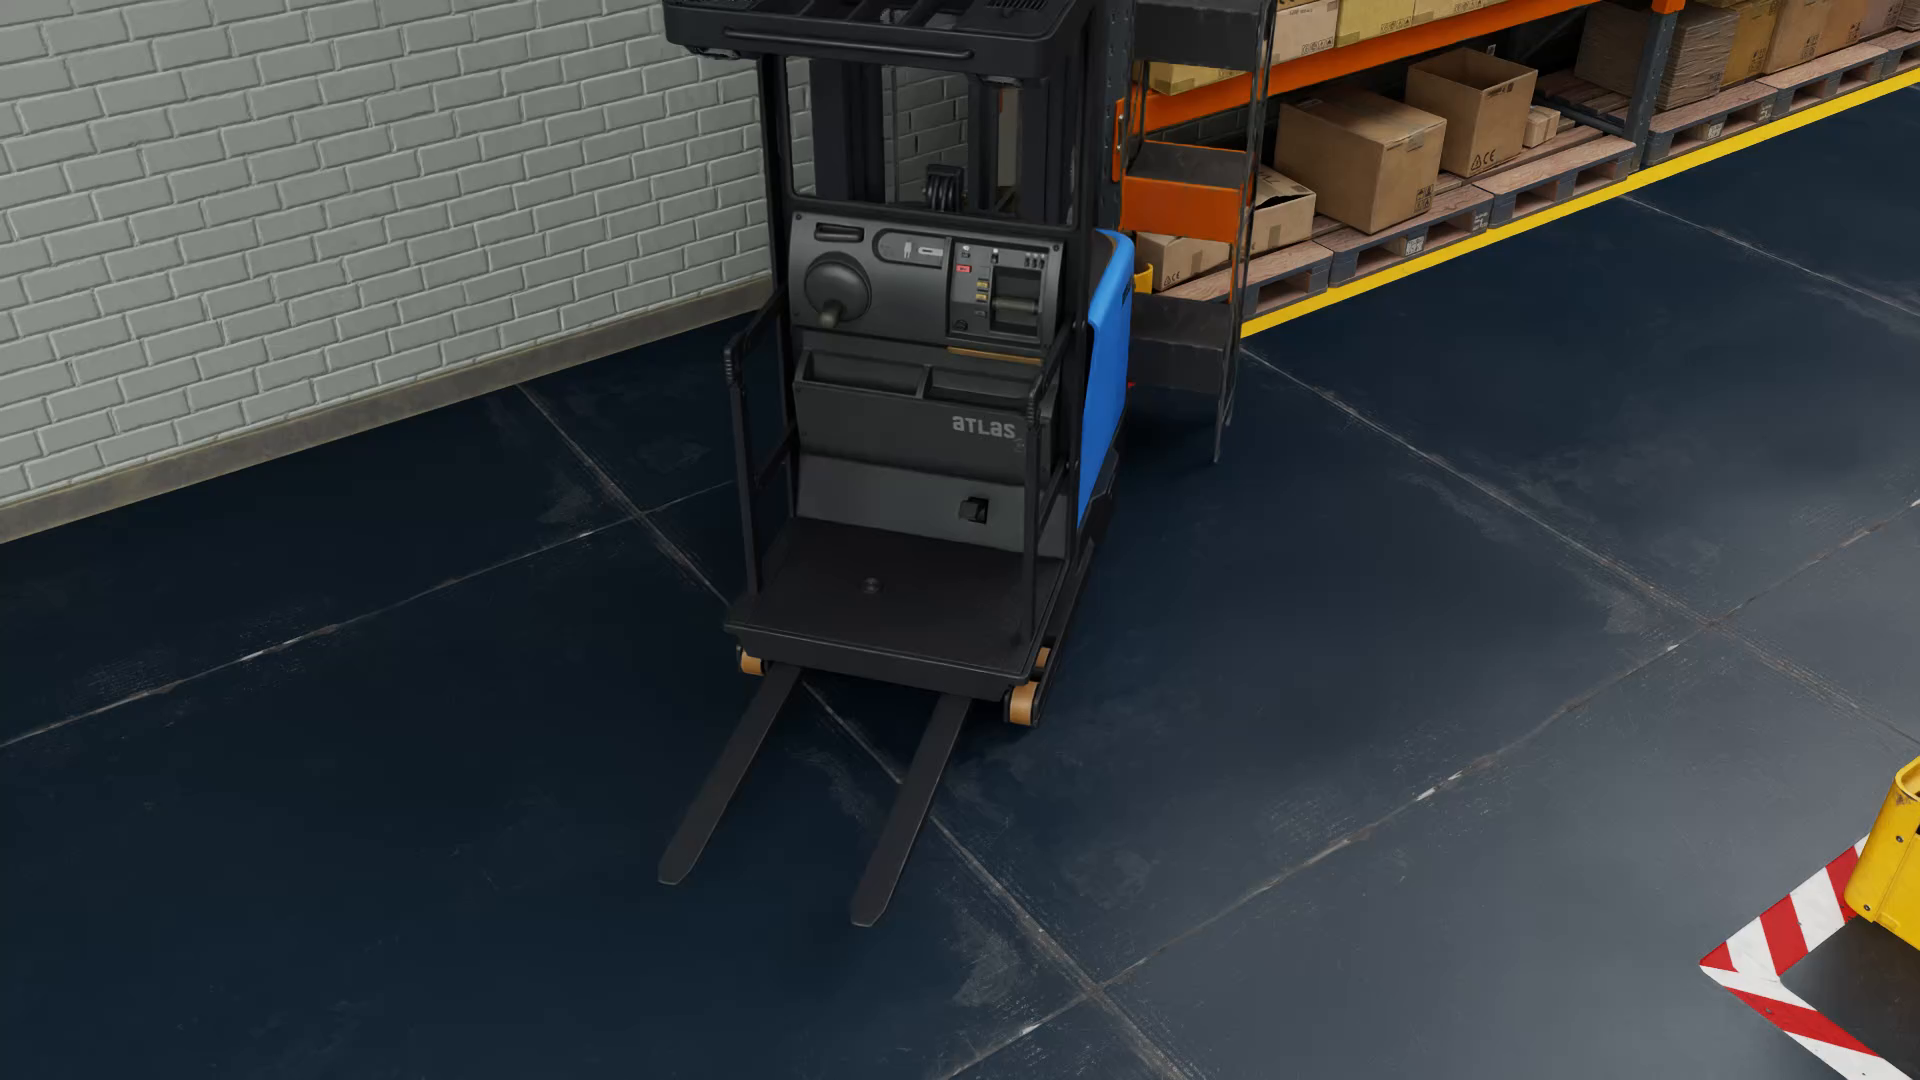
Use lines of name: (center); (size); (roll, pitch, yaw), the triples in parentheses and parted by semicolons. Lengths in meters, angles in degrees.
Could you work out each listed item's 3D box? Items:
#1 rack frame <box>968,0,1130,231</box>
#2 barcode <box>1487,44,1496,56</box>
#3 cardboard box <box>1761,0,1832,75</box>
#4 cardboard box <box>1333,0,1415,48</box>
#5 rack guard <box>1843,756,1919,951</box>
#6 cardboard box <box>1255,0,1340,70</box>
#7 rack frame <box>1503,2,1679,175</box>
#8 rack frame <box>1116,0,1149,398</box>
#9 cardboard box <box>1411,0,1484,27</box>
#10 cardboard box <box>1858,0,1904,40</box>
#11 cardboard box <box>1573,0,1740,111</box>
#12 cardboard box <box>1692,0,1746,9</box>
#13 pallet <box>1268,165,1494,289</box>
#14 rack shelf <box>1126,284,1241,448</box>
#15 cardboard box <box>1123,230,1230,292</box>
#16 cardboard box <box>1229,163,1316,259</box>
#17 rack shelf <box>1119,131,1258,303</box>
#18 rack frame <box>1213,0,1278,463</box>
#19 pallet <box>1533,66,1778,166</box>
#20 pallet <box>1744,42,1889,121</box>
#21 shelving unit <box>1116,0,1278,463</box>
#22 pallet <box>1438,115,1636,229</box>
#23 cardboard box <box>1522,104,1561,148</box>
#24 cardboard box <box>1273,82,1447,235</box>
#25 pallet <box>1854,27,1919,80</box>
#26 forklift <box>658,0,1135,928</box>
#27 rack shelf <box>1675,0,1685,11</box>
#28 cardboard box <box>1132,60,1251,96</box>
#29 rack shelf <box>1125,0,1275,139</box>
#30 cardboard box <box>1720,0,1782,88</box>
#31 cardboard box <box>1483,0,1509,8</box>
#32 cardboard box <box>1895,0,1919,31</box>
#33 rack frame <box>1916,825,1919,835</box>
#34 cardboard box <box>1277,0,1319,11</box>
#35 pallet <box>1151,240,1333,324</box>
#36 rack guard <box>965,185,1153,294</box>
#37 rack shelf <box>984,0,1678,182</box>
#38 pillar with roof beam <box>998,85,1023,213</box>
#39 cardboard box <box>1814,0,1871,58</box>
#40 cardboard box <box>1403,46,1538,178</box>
rack frame: (0.374, -2.251, 7.311); (0.127, 3.000, 1.000); (-22, 41, -28)
barcode: (3.064, -2.823, 9.596); (0.075, 0.075, 0.001); (-22, 41, -28)
cardboard box: (5.069, -3.366, 10.625); (0.500, 0.500, 0.700); (-22, 41, -27)
cardboard box: (1.791, -2.561, 7.853); (0.500, 0.250, 0.500); (-23, 42, -29)
rack guard: (3.211, 1.135, 4.744); (0.348, 0.500, 1.175); (-22, 41, -28)
cardboard box: (1.372, -2.392, 7.619); (0.500, 0.250, 0.500); (-24, 42, -29)
rack frame: (3.643, -3.597, 9.182); (0.127, 3.000, 1.000); (-22, 41, -28)
rack frame: (0.698, -1.381, 6.872); (0.015, 2.100, 0.400); (10, 37, 14)
cardboard box: (2.206, -2.730, 8.088); (0.500, 0.250, 0.500); (-22, 41, -27)
cardboard box: (5.866, -3.721, 11.119); (0.500, 0.500, 0.700); (-22, 41, -28)
cardboard box: (4.235, -3.016, 10.138); (0.500, 0.500, 0.700); (-21, 41, -26)
cardboard box: (4.593, -3.470, 10.128); (0.500, 0.250, 0.500); (-23, 42, -29)
pallet: (2.116, -1.809, 9.084); (1.213, 0.211, 1.003); (-22, 41, -28)
rack shelf: (0.931, -0.760, 7.231); (0.480, 0.518, 0.431); (10, 37, 14)
cardboard box: (0.991, -1.528, 8.231); (0.500, 0.311, 0.500); (-28, 44, -33)
cardboard box: (1.457, -1.720, 8.498); (0.500, 0.311, 0.500); (-19, 40, -24)
rack shelf: (0.931, -1.329, 6.822); (0.480, 0.518, 0.431); (10, 37, 14)
rack frame: (1.165, -1.298, 6.757); (0.015, 2.100, 0.400); (10, 37, 14)
pallet: (4.279, -2.727, 10.361); (1.213, 0.211, 1.003); (-22, 41, -28)
pallet: (5.277, -3.140, 10.935); (1.213, 0.211, 1.003); (-22, 41, -28)
shelving unit: (0.931, -1.340, 6.814); (0.503, 2.100, 0.431); (10, 37, 14)
pallet: (3.115, -2.222, 9.658); (1.213, 0.211, 1.003); (-22, 41, -28)
cardboard box: (3.223, -2.431, 9.610); (0.250, 0.166, 0.380); (-28, 44, -33)
cardboard box: (2.085, -2.019, 8.753); (0.500, 0.500, 0.700); (-25, 43, -31)
pallet: (6.273, -3.548, 11.502); (1.213, 0.211, 1.003); (-22, 41, -28)
forklift: (-0.176, -0.793, 5.342); (1.130, 2.935, 3.031); (9, 37, 13)
rack shelf: (5.278, -3.977, 10.327); (4.000, 0.370, 1.077); (-22, 41, -28)
cardboard box: (0.955, -2.211, 7.366); (0.500, 0.250, 0.500); (-24, 42, -29)
rack shelf: (0.931, -1.897, 6.414); (0.480, 0.518, 0.431); (10, 37, 14)
cardboard box: (4.629, -3.214, 10.413); (0.500, 0.500, 0.700); (-23, 42, -29)
cardboard box: (2.616, -2.900, 8.324); (0.500, 0.250, 0.500); (-23, 41, -28)
cardboard box: (6.354, -3.839, 11.282); (0.500, 0.500, 0.700); (-22, 41, -27)
rack frame: (3.230, 0.112, 4.025); (0.127, 3.000, 1.000); (-22, 41, -28)
cardboard box: (1.347, -2.681, 7.378); (0.500, 0.500, 0.500); (-22, 41, -28)
pallet: (1.120, -1.401, 8.517); (1.213, 0.211, 1.003); (-22, 41, -28)
rack guard: (0.436, -1.262, 8.076); (0.348, 0.500, 1.175); (-22, 41, -28)
rack shelf: (2.008, -2.632, 8.456); (4.000, 0.370, 1.077); (-22, 41, -28)
pillar with roof beam: (2.927, -3.280, 3.604); (0.400, 9.000, 9.100); (-22, 41, -28)
cardboard box: (5.476, -3.540, 10.868); (0.500, 0.500, 0.700); (-23, 41, -28)
cardboard box: (2.818, -2.392, 9.271); (0.500, 0.500, 0.500); (-26, 43, -31)
